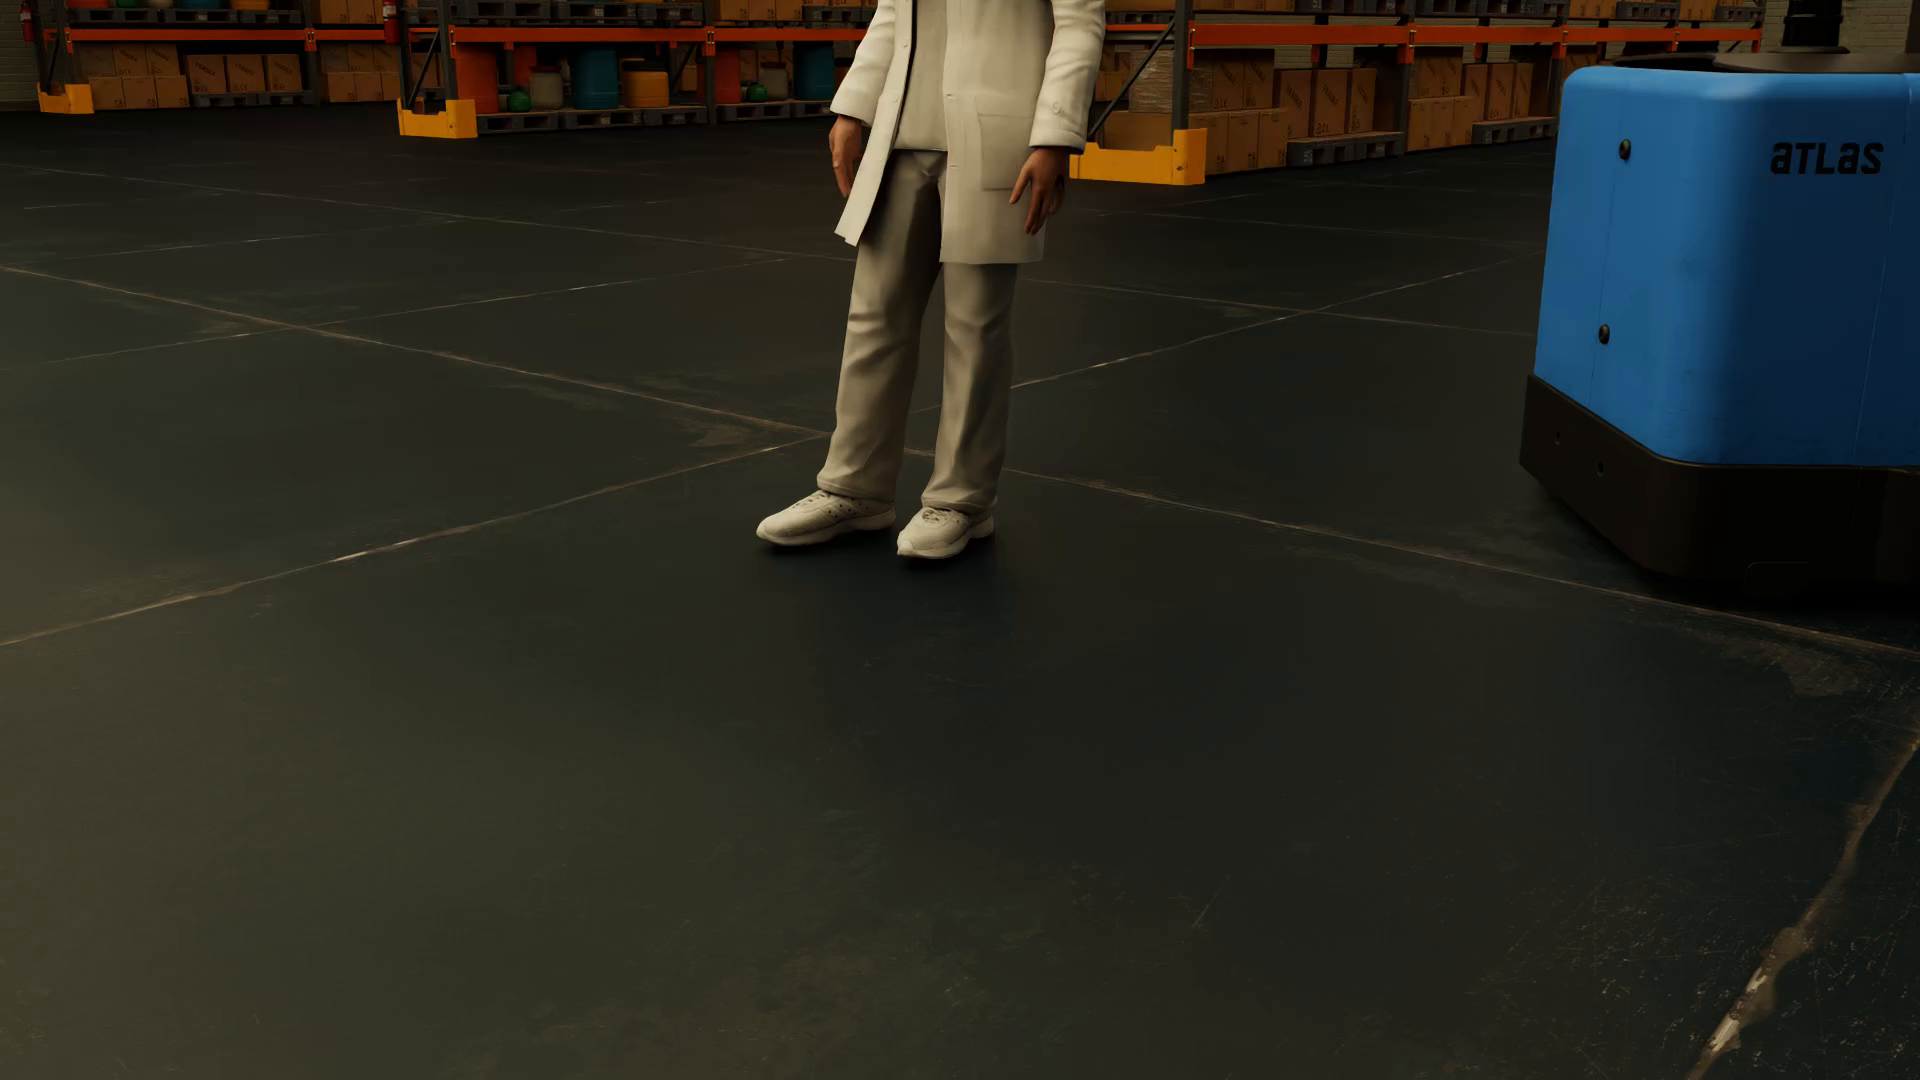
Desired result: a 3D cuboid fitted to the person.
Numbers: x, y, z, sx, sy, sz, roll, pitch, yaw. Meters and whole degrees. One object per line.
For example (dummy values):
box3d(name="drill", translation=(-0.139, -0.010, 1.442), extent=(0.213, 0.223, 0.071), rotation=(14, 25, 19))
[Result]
box3d(name="person", translation=(-0.061, -0.838, 3.616), extent=(0.698, 1.777, 0.578), rotation=(13, 21, 37))

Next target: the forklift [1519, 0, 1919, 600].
box3d(name="forklift", translation=(2.961, -1.392, 3.481), extent=(3.031, 2.935, 1.130), rotation=(0, 17, 2))
